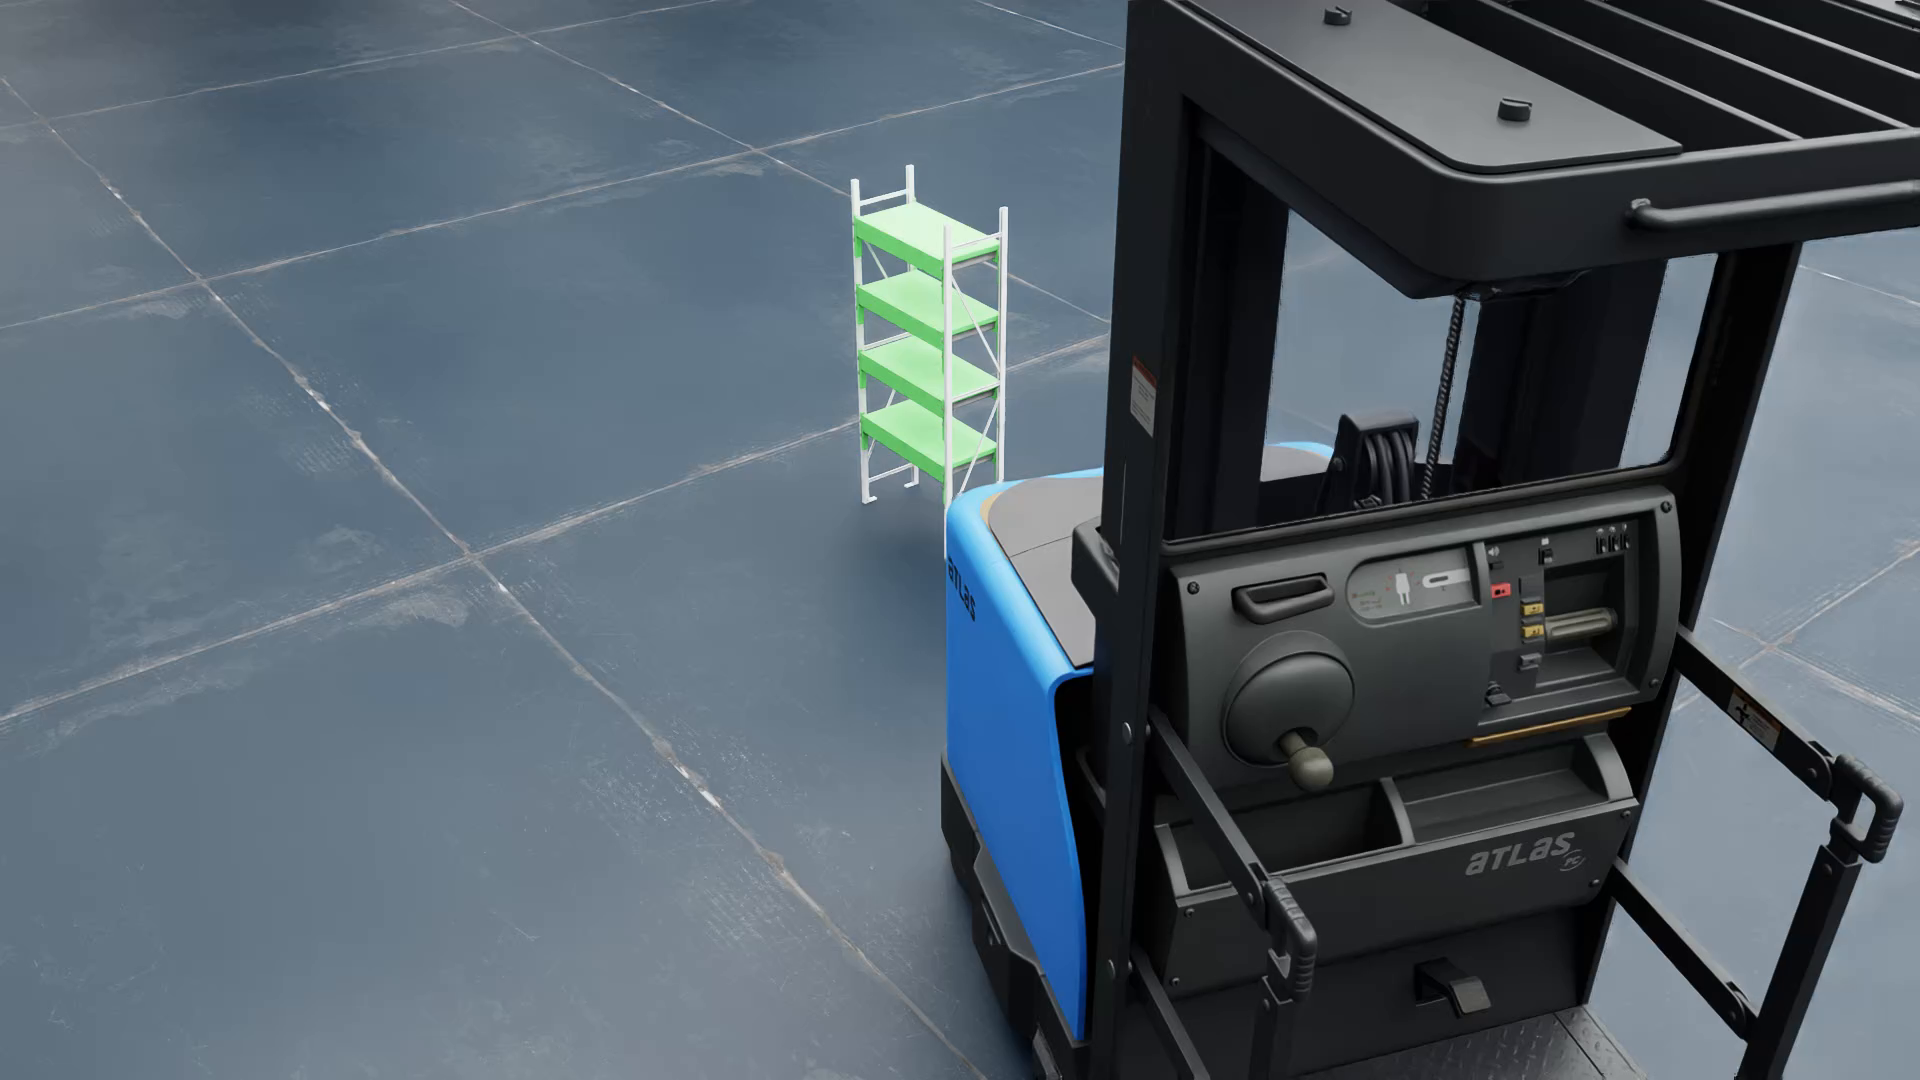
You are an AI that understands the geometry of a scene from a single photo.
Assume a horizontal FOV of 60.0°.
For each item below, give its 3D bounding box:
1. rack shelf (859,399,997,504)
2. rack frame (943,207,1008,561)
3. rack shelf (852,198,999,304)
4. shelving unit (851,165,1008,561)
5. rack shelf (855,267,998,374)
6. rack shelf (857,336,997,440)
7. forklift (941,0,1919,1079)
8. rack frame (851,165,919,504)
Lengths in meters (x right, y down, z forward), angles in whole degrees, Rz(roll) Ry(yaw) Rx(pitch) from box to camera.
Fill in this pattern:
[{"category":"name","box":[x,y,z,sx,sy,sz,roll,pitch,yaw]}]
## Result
[{"category":"rack shelf","box":[-0.102,-0.321,5.705,0.258,0.148,0.480,-22,38,-31]},{"category":"rack frame","box":[0.048,-0.477,5.381,0.240,1.200,0.015,-22,38,-31]},{"category":"rack shelf","box":[-0.101,-0.932,5.325,0.258,0.148,0.480,-22,38,-31]},{"category":"shelving unit","box":[-0.102,-0.579,5.545,0.258,1.200,0.503,-22,38,-31]},{"category":"rack shelf","box":[-0.102,-0.728,5.452,0.258,0.148,0.480,-22,38,-31]},{"category":"rack shelf","box":[-0.102,-0.524,5.578,0.258,0.148,0.480,-22,38,-31]},{"category":"forklift","box":[0.863,0.219,2.620,1.130,2.935,3.031,-9,33,-14]},{"category":"rack frame","box":[-0.251,-0.680,5.708,0.240,1.200,0.015,-22,38,-31]}]
